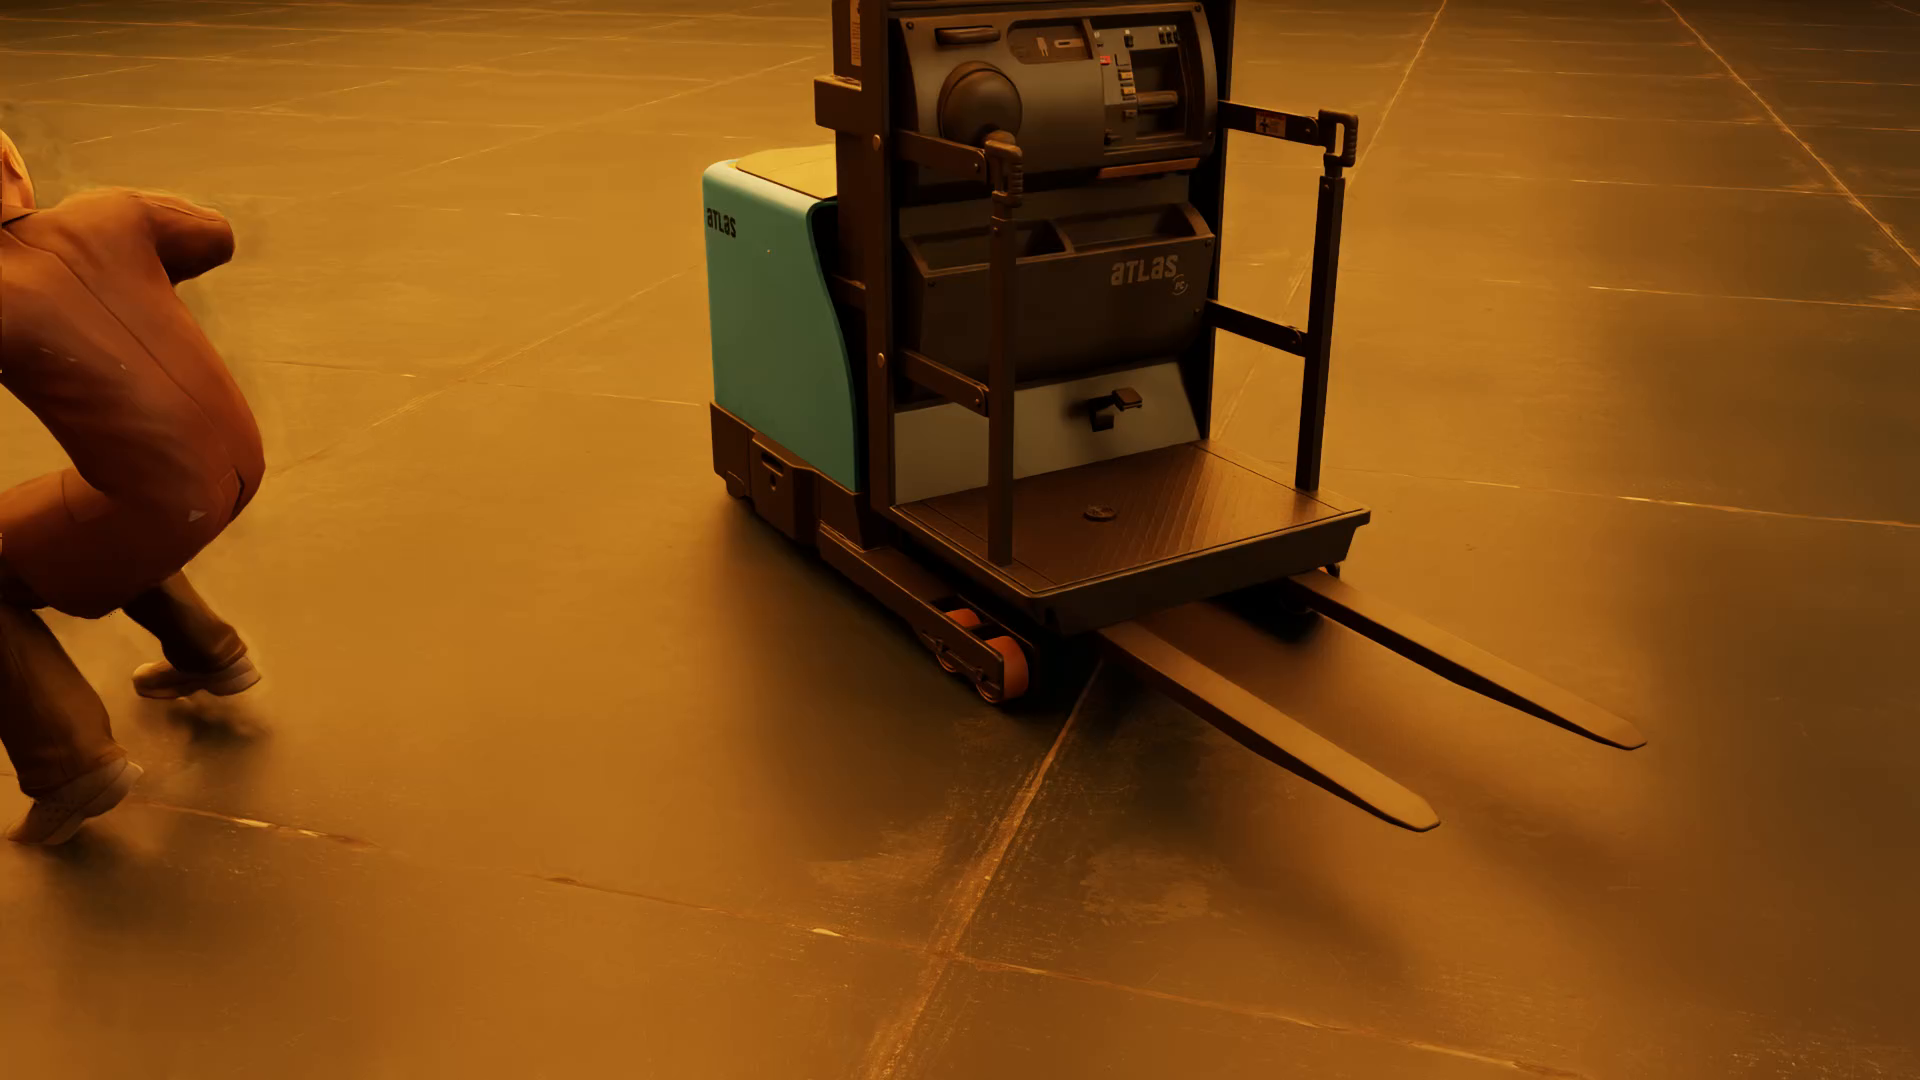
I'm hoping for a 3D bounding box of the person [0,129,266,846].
[{"bbox_3d":[-1.990,-0.171,3.634,0.912,1.534,0.847,6,23,14],"label":"person"}]

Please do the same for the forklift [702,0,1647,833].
[{"bbox_3d":[0.380,-1.151,4.067,1.130,2.935,3.031,-13,26,-29],"label":"forklift"}]
